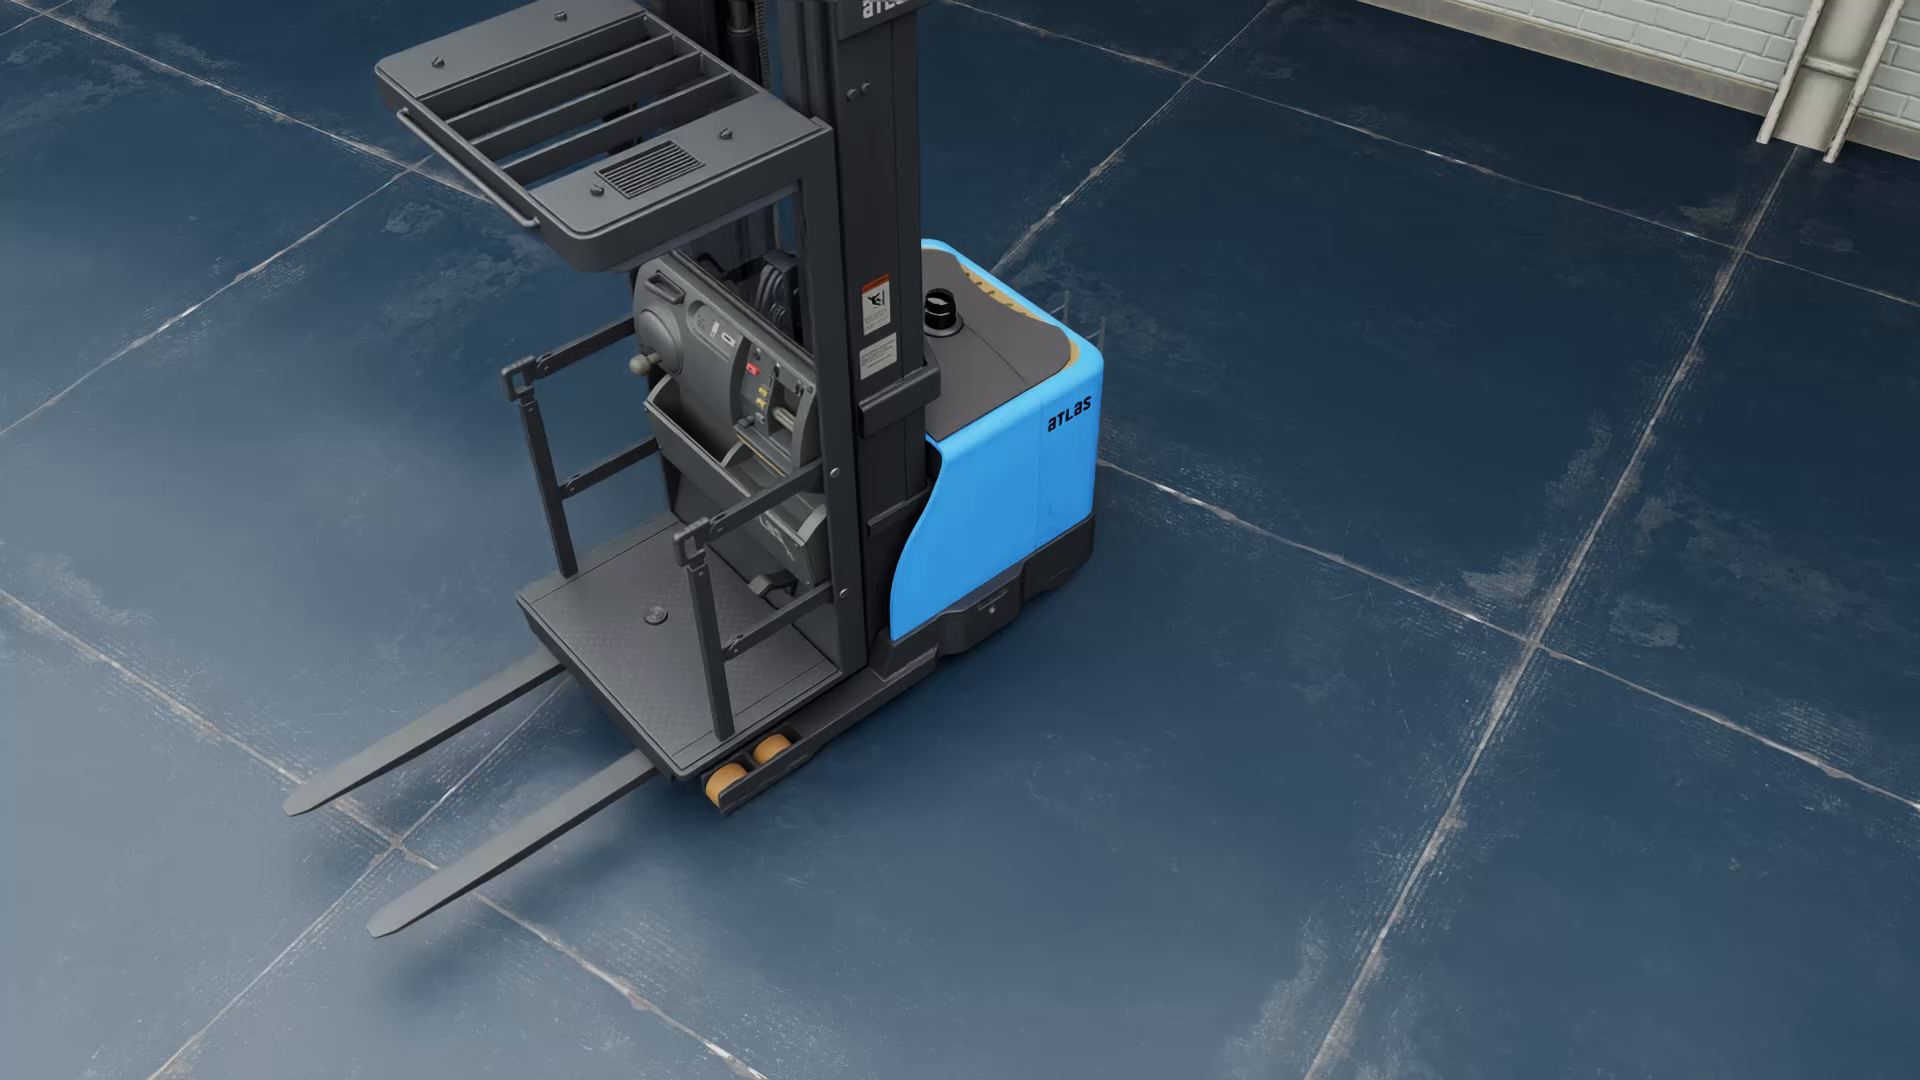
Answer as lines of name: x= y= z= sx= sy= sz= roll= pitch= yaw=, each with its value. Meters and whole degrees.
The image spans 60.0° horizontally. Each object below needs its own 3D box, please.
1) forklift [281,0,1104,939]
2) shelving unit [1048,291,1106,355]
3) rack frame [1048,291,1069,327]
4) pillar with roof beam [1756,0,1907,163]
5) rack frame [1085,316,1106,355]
forklift: x=-0.916 y=-0.505 z=5.197 sx=3.031 sy=2.935 sz=1.130 roll=-32 pitch=54 yaw=-27
shelving unit: x=0.393 y=-0.536 z=6.643 sx=0.258 sy=0.900 sz=0.210 roll=-32 pitch=54 yaw=-27
rack frame: x=0.327 y=-0.591 z=6.697 sx=0.240 sy=0.900 sz=0.006 roll=-32 pitch=54 yaw=-27
pillar with roof beam: x=2.138 y=-2.665 z=3.065 sx=0.400 sy=9.000 sz=9.100 roll=25 pitch=51 yaw=22
rack frame: x=0.460 y=-0.481 z=6.589 sx=0.240 sy=0.900 sz=0.006 roll=-32 pitch=54 yaw=-27
